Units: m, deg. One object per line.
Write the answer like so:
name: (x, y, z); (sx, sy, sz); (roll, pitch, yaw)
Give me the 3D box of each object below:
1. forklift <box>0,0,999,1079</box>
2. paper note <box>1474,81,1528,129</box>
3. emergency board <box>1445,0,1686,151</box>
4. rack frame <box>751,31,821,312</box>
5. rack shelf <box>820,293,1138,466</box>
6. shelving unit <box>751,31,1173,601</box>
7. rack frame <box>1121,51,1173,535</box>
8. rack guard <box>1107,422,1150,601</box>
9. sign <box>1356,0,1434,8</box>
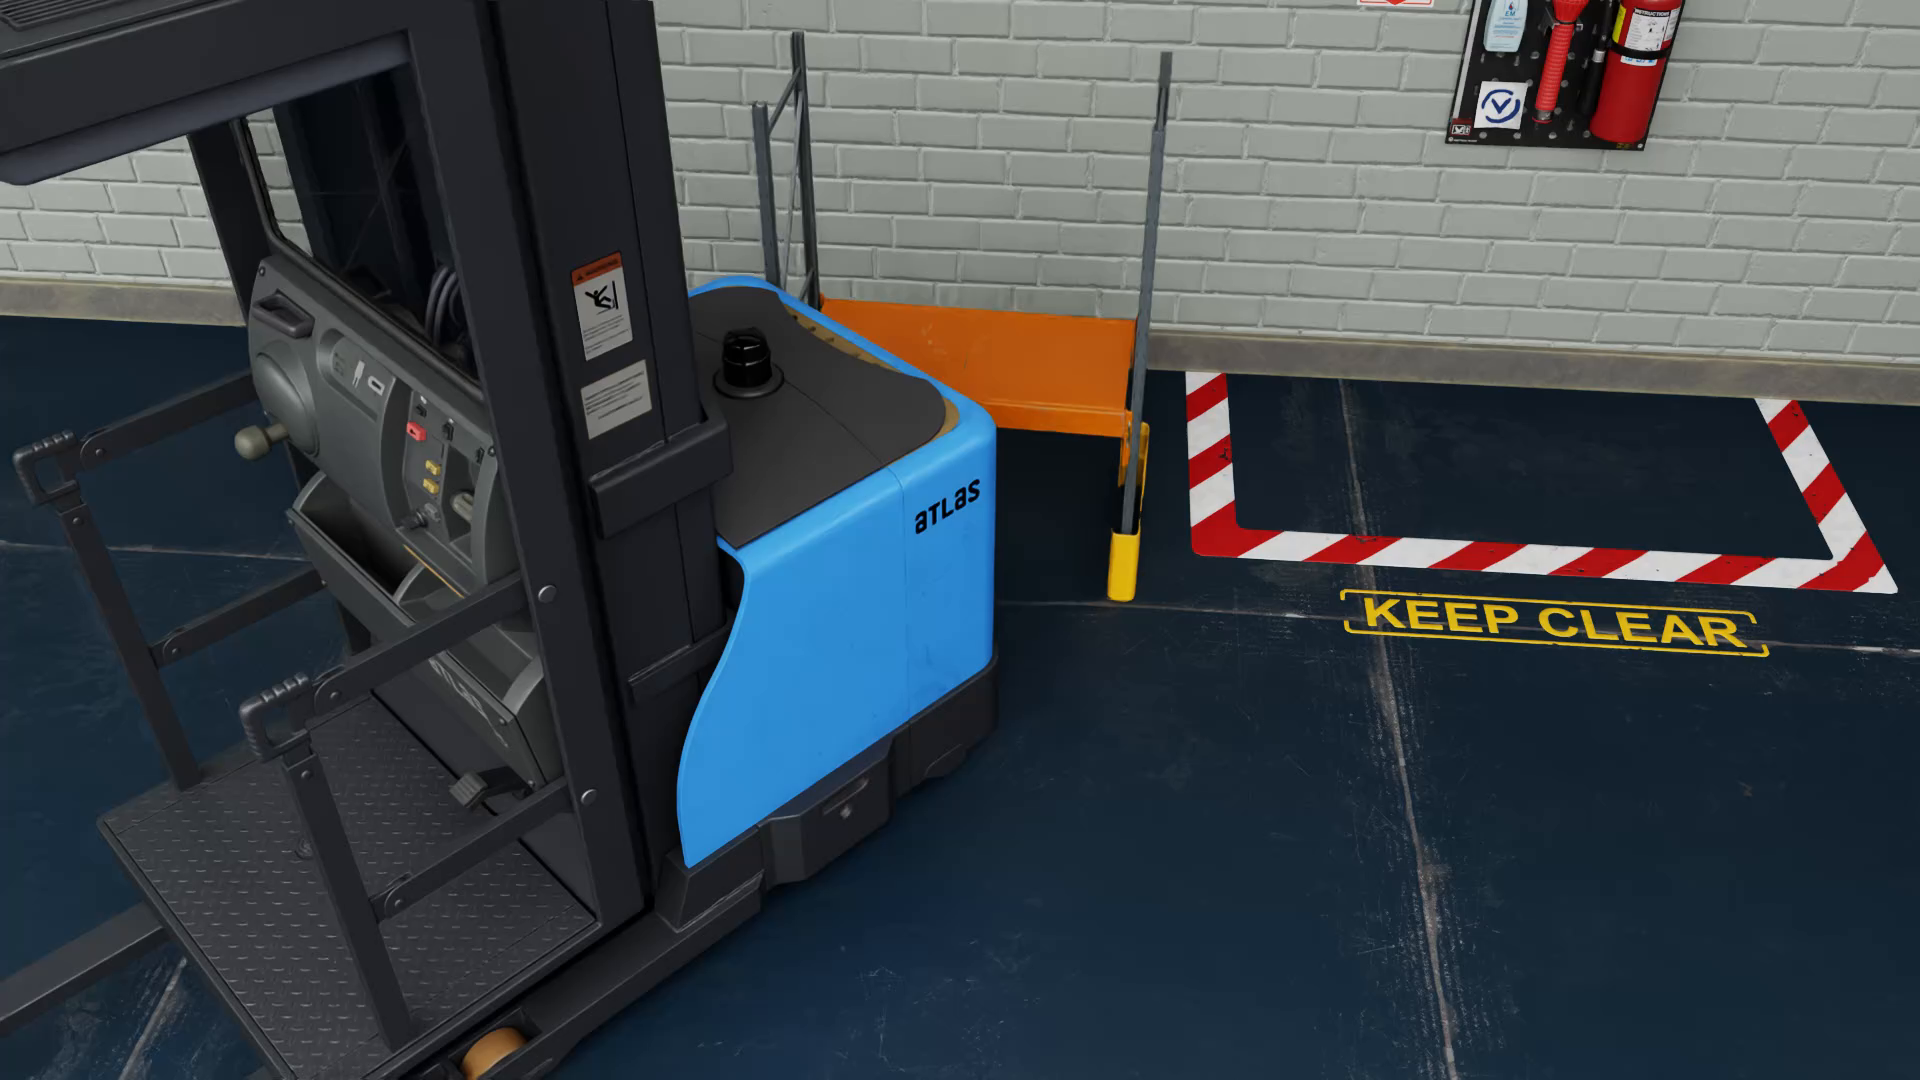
forklift: (-1.305, -0.170, 3.137); (3.031, 2.935, 1.130); (-32, 49, -33)
paper note: (1.711, -1.375, 5.261); (0.142, 0.148, 0.016); (3, 39, 4)
emergency board: (1.882, -1.663, 4.917); (0.643, 1.169, 0.194); (3, 39, 4)
rack frame: (-0.481, -0.671, 4.886); (0.032, 1.500, 0.500); (5, 39, 6)
rack shelf: (0.022, -0.487, 4.946); (1.000, 0.185, 0.538); (5, 39, 6)
shelving unit: (0.031, -0.626, 4.831); (1.083, 1.500, 0.587); (5, 39, 6)
rack frame: (0.526, -0.583, 4.778); (0.032, 1.500, 0.500); (5, 39, 6)
rack guard: (0.525, -0.098, 5.173); (0.087, 0.250, 0.587); (5, 39, 6)
sign: (1.340, -1.772, 5.023); (0.234, 0.329, 0.001); (3, 39, 4)
